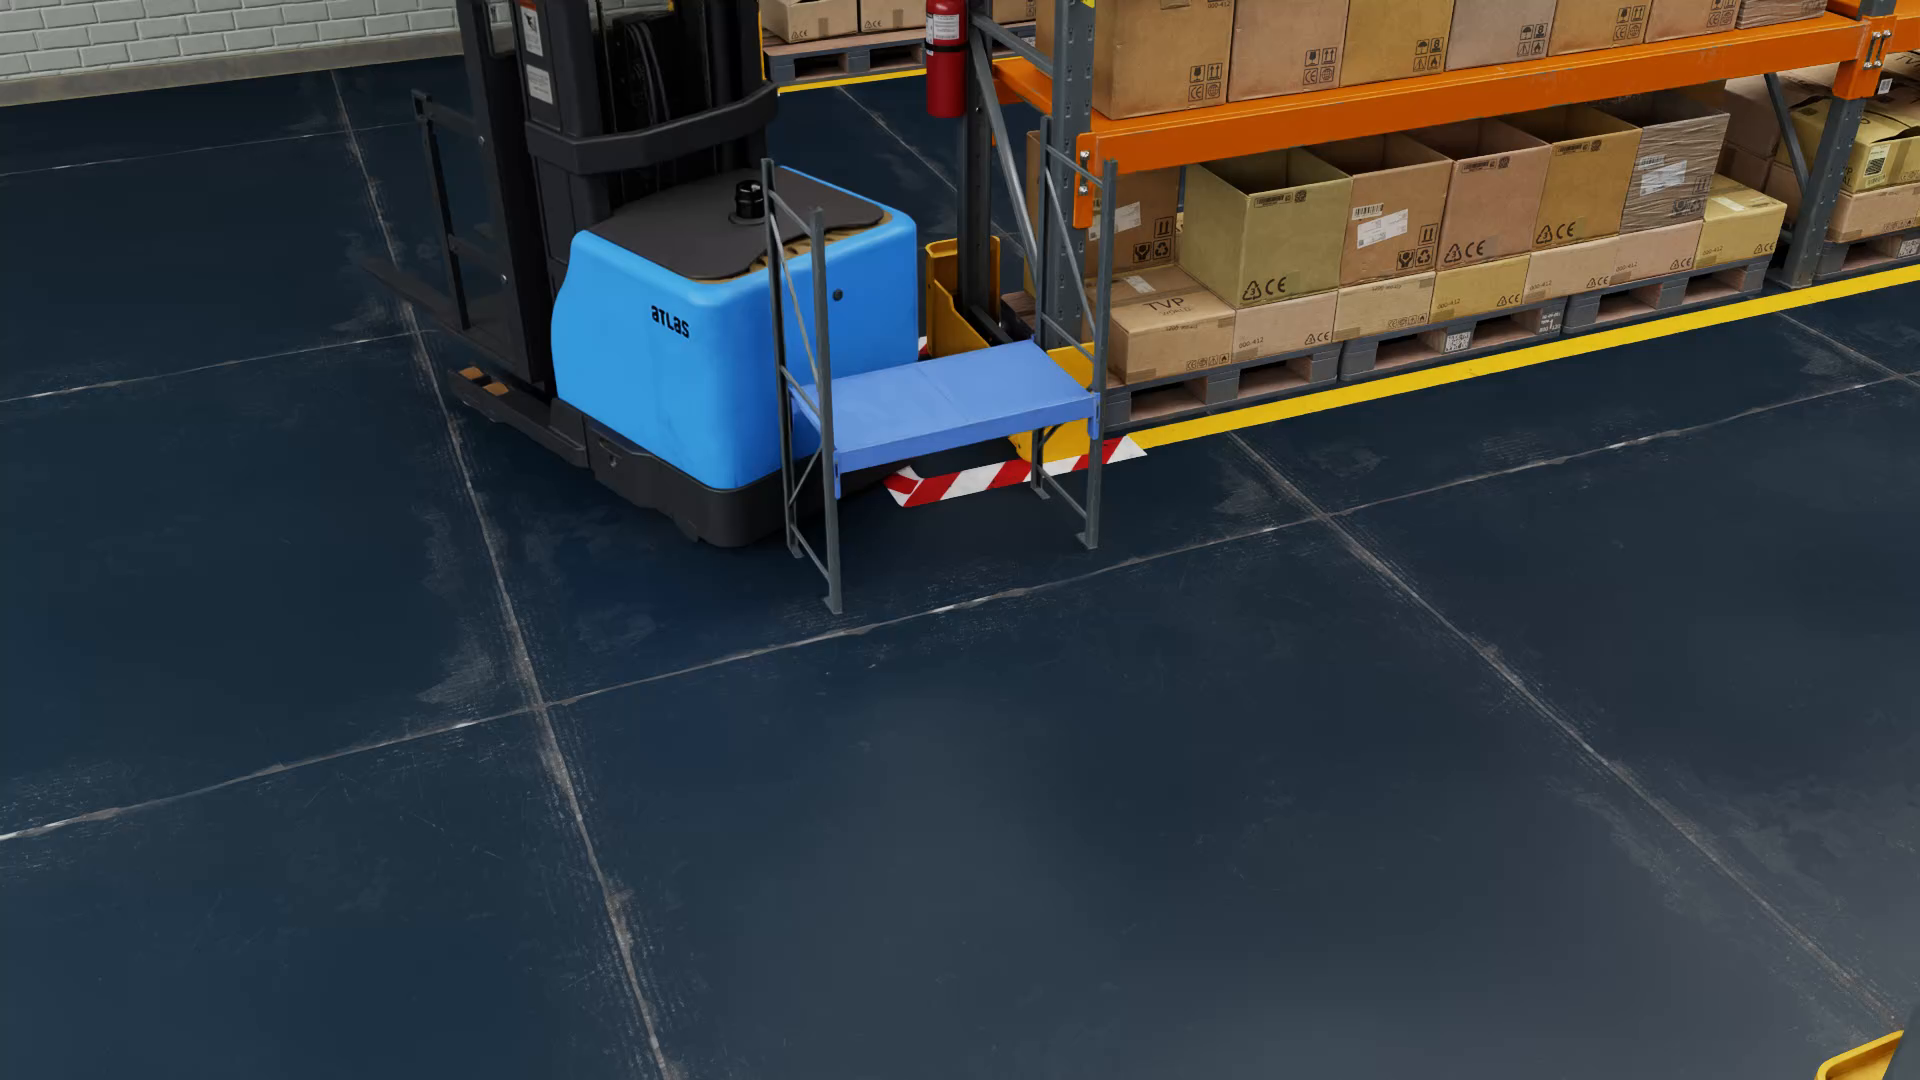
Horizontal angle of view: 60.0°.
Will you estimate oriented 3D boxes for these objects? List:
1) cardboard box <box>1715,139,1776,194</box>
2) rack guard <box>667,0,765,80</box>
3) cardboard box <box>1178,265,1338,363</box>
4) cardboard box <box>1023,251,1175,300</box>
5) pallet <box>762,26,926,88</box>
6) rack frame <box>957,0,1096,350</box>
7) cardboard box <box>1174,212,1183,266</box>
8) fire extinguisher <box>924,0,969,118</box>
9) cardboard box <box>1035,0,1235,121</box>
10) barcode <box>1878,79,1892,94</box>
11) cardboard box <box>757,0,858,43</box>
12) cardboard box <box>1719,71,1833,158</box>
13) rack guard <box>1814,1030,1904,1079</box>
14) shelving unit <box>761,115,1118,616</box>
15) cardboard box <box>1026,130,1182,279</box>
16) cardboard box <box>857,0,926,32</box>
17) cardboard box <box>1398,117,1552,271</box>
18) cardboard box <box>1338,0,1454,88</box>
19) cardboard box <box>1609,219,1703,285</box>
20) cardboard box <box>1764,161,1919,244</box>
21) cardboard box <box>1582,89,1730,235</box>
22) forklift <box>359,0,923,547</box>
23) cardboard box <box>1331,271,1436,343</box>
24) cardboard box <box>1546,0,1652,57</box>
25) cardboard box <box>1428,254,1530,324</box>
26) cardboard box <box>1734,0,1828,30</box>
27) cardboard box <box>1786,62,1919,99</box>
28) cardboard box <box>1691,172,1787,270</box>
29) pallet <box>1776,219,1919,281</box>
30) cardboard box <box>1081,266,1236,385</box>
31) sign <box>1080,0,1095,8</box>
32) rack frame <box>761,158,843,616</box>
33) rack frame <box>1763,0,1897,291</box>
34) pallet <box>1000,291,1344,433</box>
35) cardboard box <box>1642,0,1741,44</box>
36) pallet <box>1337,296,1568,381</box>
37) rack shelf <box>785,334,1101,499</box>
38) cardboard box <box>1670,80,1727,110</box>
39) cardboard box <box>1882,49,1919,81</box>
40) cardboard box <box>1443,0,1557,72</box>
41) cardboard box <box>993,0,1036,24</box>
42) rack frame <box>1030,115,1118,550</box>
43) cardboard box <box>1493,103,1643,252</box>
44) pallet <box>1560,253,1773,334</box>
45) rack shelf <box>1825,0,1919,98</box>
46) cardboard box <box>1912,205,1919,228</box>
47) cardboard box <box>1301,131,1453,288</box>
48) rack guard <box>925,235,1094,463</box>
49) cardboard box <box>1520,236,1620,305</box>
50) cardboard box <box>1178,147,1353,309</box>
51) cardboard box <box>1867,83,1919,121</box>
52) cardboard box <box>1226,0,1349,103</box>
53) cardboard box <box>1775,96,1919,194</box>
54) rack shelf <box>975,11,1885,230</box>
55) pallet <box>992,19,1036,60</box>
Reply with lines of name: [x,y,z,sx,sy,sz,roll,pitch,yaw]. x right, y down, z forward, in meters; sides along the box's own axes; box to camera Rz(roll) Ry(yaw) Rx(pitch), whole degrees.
cardboard box: [4.193,-1.991,8.696,0.500,0.250,0.500,-13,35,-19]
rack guard: [-1.616,-3.349,10.938,0.348,0.500,1.175,-13,35,-19]
cardboard box: [1.275,-1.022,7.207,0.500,0.250,0.500,-13,35,-19]
cardboard box: [0.615,-1.175,7.442,0.500,0.250,0.500,-13,35,-19]
pallet: [-0.854,-3.381,11.253,1.213,0.211,1.003,-13,35,-19]
rack frame: [0.235,-1.890,6.405,0.127,3.000,1.000,-13,35,-19]
cardboard box: [1.071,-1.287,7.614,0.500,0.250,0.500,-13,35,-19]
fire extinguisher: [-0.054,-2.066,6.746,0.183,0.674,0.296,-13,35,-19]
cardboard box: [0.670,-2.024,6.519,0.500,0.500,0.700,-13,35,-19]
barcode: [4.319,-2.118,7.763,0.075,0.075,0.001,-13,35,-19]
cardboard box: [-1.014,-3.539,11.000,0.500,0.311,0.500,-17,37,-24]
cardboard box: [4.185,-2.223,8.538,0.500,0.311,0.500,-13,35,-19]
rack guard: [2.201,1.610,3.318,0.348,0.500,1.175,-13,35,-19]
shelving unit: [-0.068,-0.603,5.802,1.048,1.500,0.538,-14,36,-20]
cardboard box: [0.614,-1.491,7.239,0.500,0.500,0.500,-13,35,-19]
cardboard box: [-0.488,-3.659,11.185,0.500,0.311,0.500,-10,34,-15]
cardboard box: [2.199,-1.545,7.322,0.500,0.500,0.500,-13,35,-19]
cardboard box: [1.612,-2.239,6.850,0.500,0.500,0.700,-13,35,-19]
cardboard box: [3.115,-1.450,7.864,0.500,0.250,0.500,-13,35,-19]
cardboard box: [4.390,-1.719,8.277,0.500,0.250,0.500,-14,35,-20]
cardboard box: [3.114,-1.765,7.661,0.500,0.500,0.500,-13,35,-19]
forklift: [-1.540,-1.903,6.487,1.130,2.935,3.031,-29,43,-36]
cardboard box: [1.736,-1.128,7.369,0.500,0.250,0.500,-13,35,-19]
cardboard box: [2.568,-2.461,7.190,0.500,0.500,0.700,-12,35,-18]
cardboard box: [2.199,-1.231,7.527,0.500,0.250,0.500,-13,35,-19]
cardboard box: [3.516,-2.680,7.526,0.500,0.500,0.700,-14,36,-20]
cardboard box: [4.662,-2.336,8.712,0.500,0.311,0.500,-12,35,-18]
cardboard box: [3.580,-1.550,8.018,0.500,0.250,0.500,-13,35,-19]
pallet: [4.587,-1.741,8.732,1.213,0.211,1.003,-13,35,-19]
cardboard box: [0.815,-0.915,7.042,0.500,0.250,0.500,-13,35,-19]
sign: [0.444,-2.006,5.716,0.005,0.325,0.100,-13,35,-19]
rack frame: [-0.531,-0.489,5.626,0.032,1.500,0.500,-14,36,-20]
rack frame: [3.923,-2.735,7.702,0.127,3.000,1.000,-13,35,-19]
pallet: [0.923,-0.904,7.445,1.213,0.211,1.003,-13,35,-19]
cardboard box: [3.032,-2.565,7.350,0.500,0.500,0.700,-13,35,-19]
pallet: [2.047,-1.159,7.838,1.213,0.211,1.003,-13,35,-19]
rack shelf: [-0.068,-0.453,5.900,1.000,0.185,0.538,-14,36,-20]
cardboard box: [3.374,-2.132,8.225,0.500,0.500,0.500,-13,35,-19]
cardboard box: [5.123,-2.440,8.872,0.500,0.311,0.500,-13,35,-19]
cardboard box: [2.096,-2.352,7.023,0.500,0.500,0.700,-12,35,-18]
cardboard box: [0.208,-3.868,11.333,0.500,0.500,0.700,-15,36,-22]
rack frame: [0.395,-0.718,5.978,0.032,1.500,0.500,-14,36,-20]
cardboard box: [2.655,-1.657,7.496,0.500,0.500,0.500,-13,35,-19]
pallet: [3.173,-1.419,8.237,1.213,0.211,1.003,-13,35,-19]
rack shelf: [5.767,-2.855,8.548,4.000,0.370,1.077,-13,35,-19]
cardboard box: [4.862,-1.826,8.442,0.500,0.250,0.500,-12,35,-18]
cardboard box: [1.731,-1.448,7.173,0.500,0.500,0.500,-13,35,-19]
rack guard: [0.212,-0.837,7.078,0.348,0.500,1.175,-13,35,-19]
cardboard box: [2.660,-1.337,7.690,0.500,0.250,0.500,-13,35,-19]
cardboard box: [1.275,-1.336,7.001,0.500,0.500,0.500,-13,35,-19]
cardboard box: [4.864,-2.058,8.285,0.500,0.311,0.500,-13,35,-19]
cardboard box: [1.152,-2.137,6.693,0.500,0.500,0.700,-12,35,-18]
cardboard box: [4.400,-1.955,8.126,0.500,0.311,0.500,-13,35,-19]
rack shelf: [2.079,-2.011,7.250,4.000,0.370,1.077,-13,35,-19]
pallet: [0.269,-3.637,11.646,1.213,0.211,1.003,-13,35,-19]
